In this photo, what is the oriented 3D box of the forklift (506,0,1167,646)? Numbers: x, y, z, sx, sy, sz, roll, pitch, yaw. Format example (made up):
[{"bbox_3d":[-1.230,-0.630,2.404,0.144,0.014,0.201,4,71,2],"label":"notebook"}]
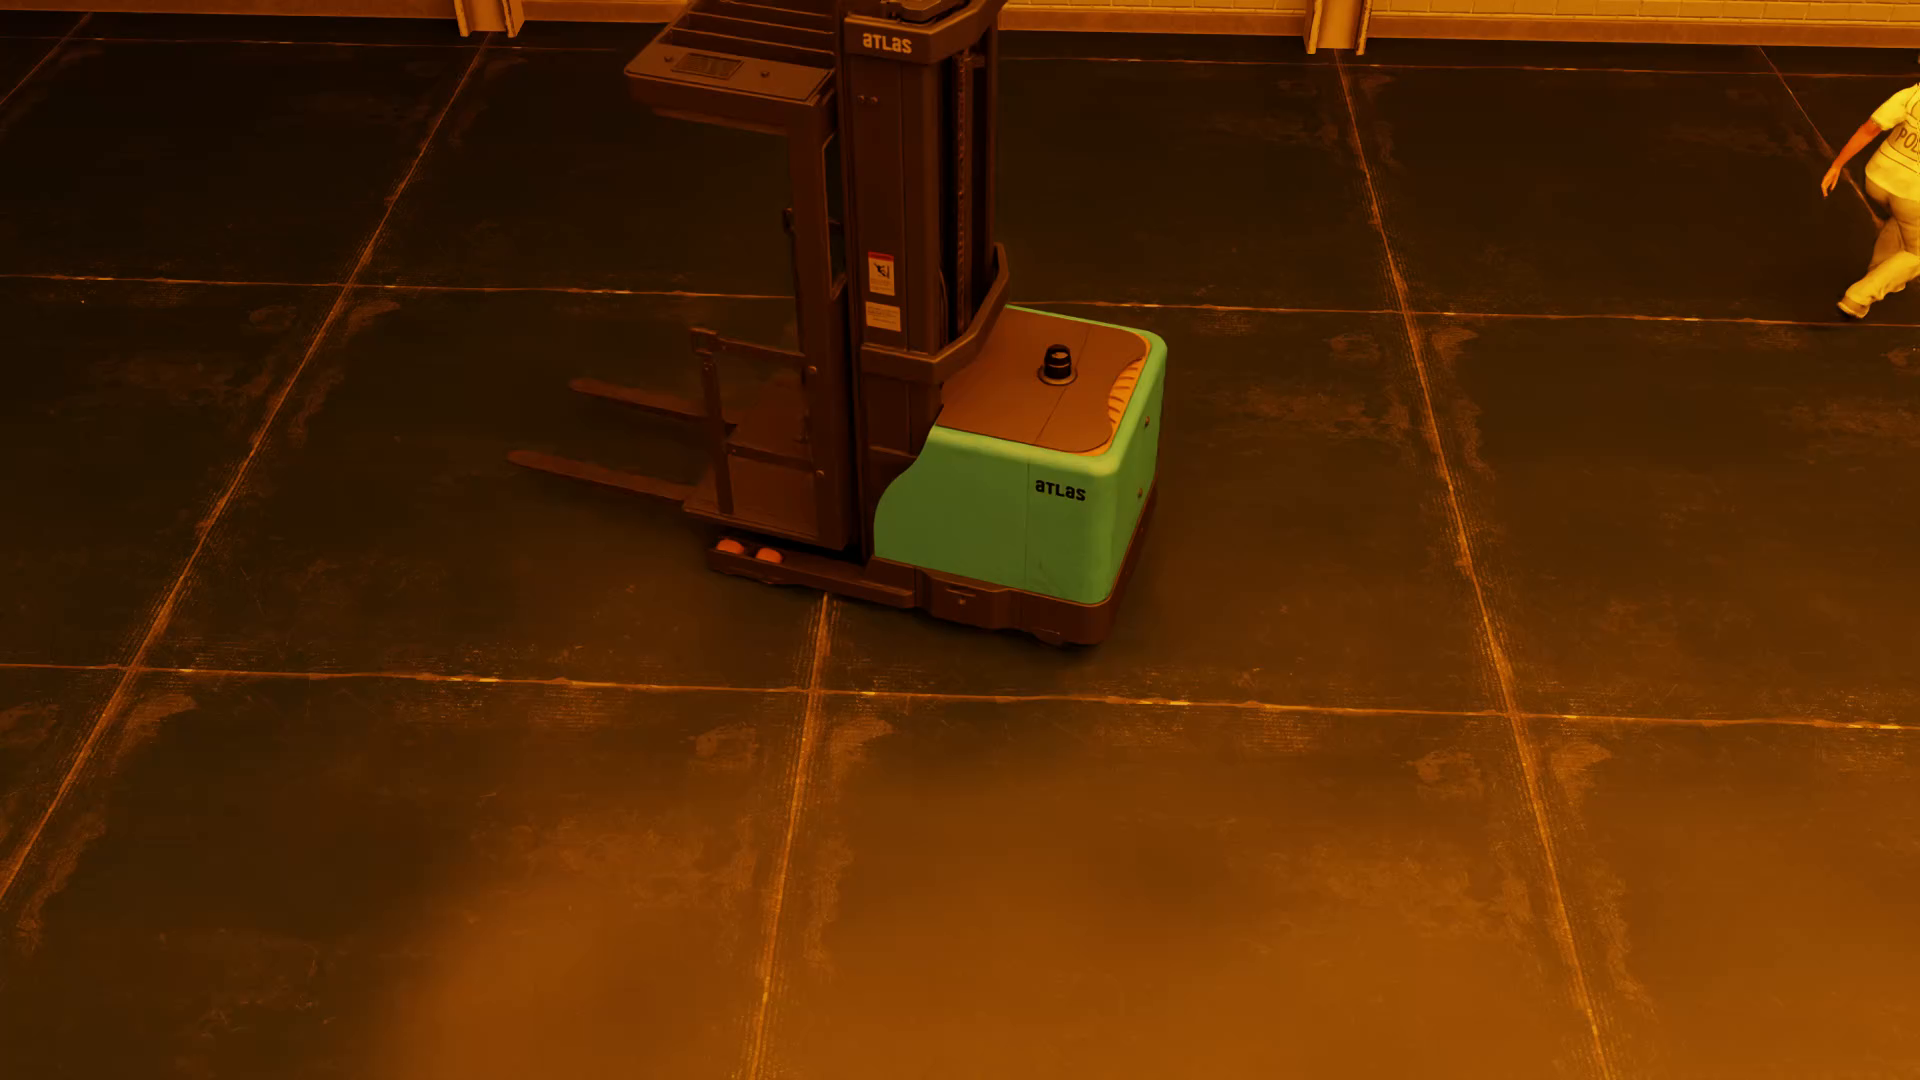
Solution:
[{"bbox_3d":[-0.649,-1.204,7.061,3.031,2.935,1.130,13,44,13],"label":"forklift"}]

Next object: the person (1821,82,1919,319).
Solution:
[{"bbox_3d":[5.064,-1.914,8.858,0.787,1.585,0.529,-20,46,-21],"label":"person"}]
